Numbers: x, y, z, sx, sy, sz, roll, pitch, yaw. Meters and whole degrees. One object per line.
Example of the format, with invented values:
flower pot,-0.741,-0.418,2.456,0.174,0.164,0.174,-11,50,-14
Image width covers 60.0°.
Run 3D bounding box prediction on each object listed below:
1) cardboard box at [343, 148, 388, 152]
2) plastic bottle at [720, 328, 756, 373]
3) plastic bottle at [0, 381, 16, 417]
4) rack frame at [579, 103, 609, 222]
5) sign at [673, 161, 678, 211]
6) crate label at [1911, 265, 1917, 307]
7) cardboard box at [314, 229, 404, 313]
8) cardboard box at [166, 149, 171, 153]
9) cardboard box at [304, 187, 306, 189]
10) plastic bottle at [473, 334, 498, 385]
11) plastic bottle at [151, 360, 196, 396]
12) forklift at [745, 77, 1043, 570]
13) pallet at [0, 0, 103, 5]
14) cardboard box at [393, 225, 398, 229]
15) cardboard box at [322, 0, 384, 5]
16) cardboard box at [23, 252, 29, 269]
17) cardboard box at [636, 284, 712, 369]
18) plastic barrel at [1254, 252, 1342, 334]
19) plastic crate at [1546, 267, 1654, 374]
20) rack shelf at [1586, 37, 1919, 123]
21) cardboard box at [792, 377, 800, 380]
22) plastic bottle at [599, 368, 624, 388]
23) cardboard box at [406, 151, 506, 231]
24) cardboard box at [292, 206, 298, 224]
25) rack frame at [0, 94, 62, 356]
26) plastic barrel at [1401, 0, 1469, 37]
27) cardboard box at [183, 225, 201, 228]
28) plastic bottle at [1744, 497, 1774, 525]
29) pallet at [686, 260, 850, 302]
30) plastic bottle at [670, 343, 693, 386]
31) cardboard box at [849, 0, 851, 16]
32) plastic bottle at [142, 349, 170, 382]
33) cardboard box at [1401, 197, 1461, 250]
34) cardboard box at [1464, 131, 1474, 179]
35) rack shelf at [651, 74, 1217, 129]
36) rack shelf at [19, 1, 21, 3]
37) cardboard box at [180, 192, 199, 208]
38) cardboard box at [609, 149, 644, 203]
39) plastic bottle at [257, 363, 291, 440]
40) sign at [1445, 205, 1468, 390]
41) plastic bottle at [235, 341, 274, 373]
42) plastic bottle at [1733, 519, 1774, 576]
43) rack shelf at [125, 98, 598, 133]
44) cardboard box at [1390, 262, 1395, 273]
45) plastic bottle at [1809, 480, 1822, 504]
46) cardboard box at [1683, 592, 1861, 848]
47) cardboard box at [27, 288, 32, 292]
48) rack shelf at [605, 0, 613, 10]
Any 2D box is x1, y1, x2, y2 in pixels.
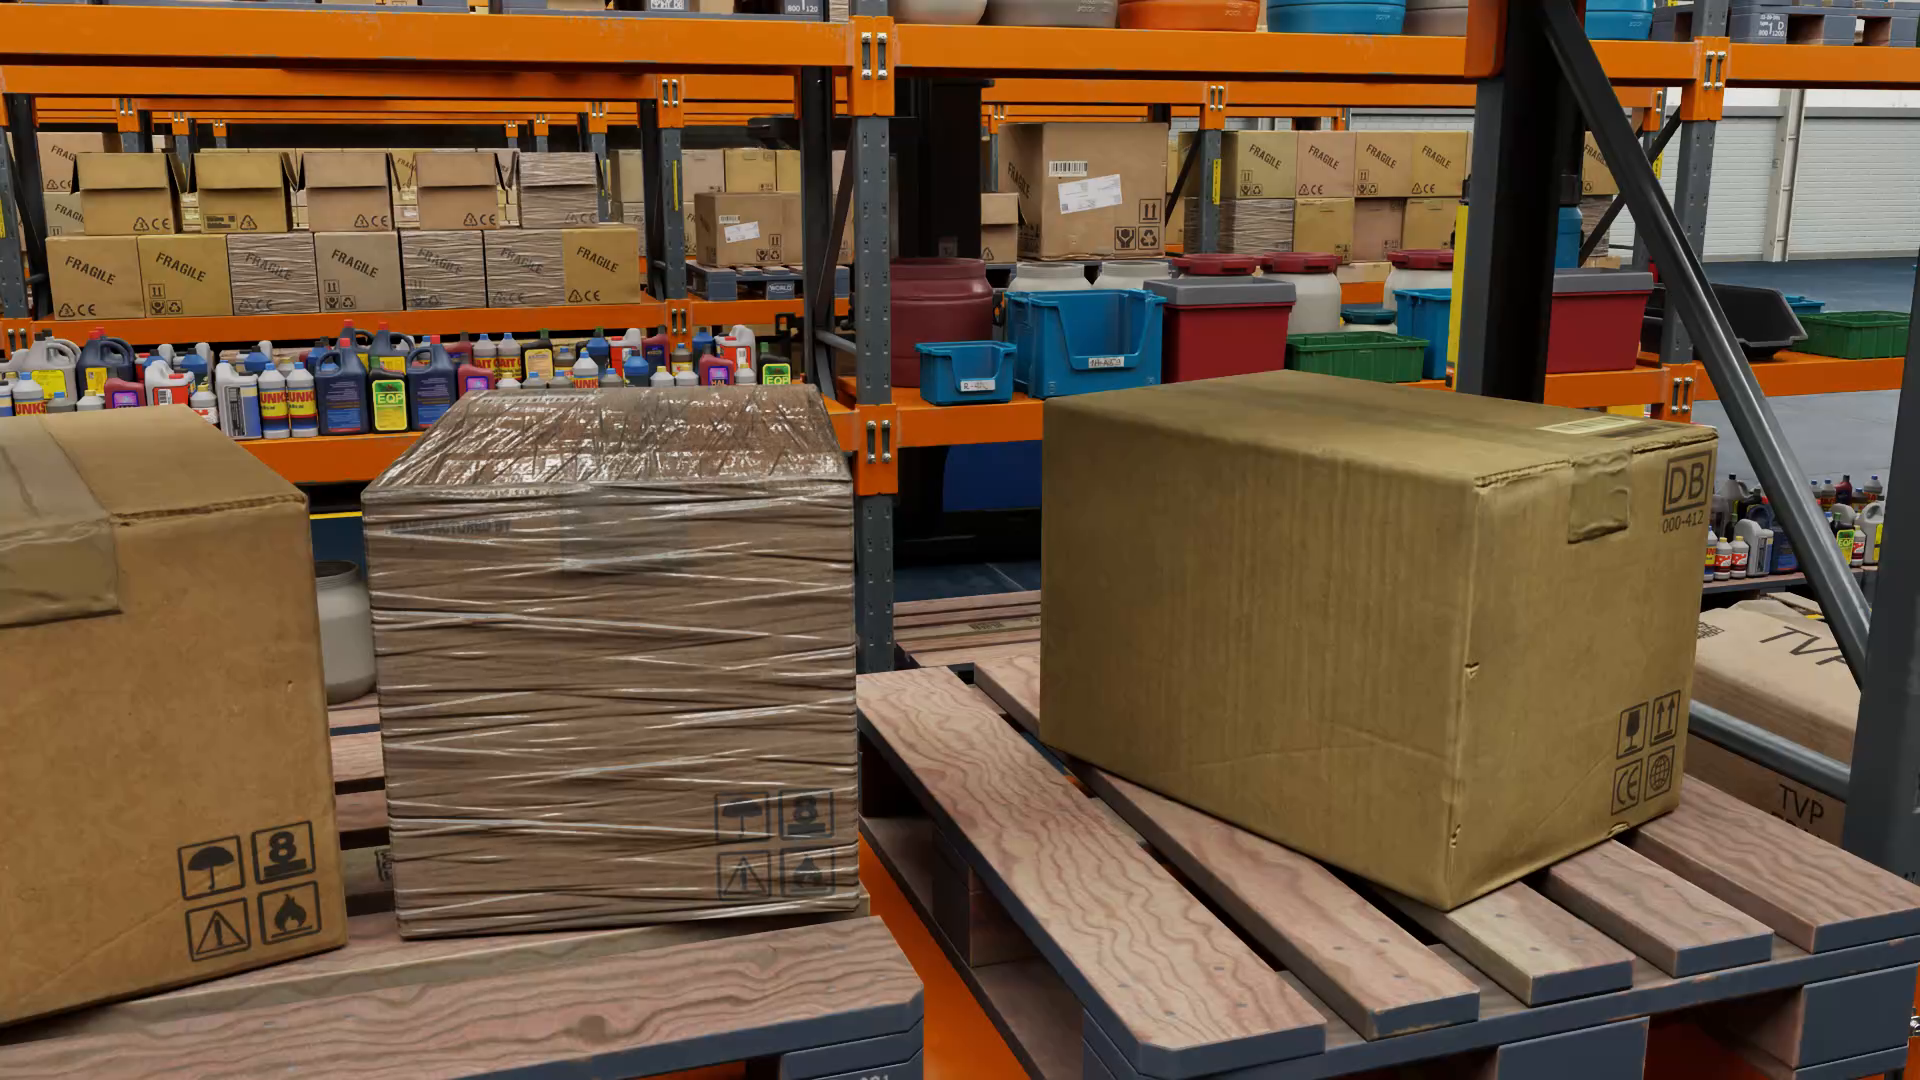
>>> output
cardboard box,-7.079,-4.416,19.851,0.500,0.500,0.500,-5,14,-19
plastic bottle,-0.958,-0.773,7.178,0.135,0.276,0.152,-4,14,-18
plastic bottle,-3.378,-0.450,5.820,0.135,0.276,0.152,-4,14,-18
rack frame,-3.560,-3.009,16.312,0.127,3.000,1.000,-4,14,-18
sign,-1.893,-2.356,11.063,0.005,0.325,0.100,-4,14,-18
crate label,5.430,-1.240,8.798,0.616,0.435,0.502,-4,14,-18
cardboard box,-3.910,-1.760,10.844,0.500,0.500,0.500,-4,14,-17
cardboard box,-9.554,-4.345,19.552,0.500,0.500,0.500,-4,14,-18
cardboard box,-6.050,-3.233,15.604,0.250,0.149,0.380,-5,14,-20
plastic bottle,-2.002,-0.733,7.022,0.097,0.271,0.097,0,13,0
plastic bottle,-2.896,-0.524,6.134,0.135,0.276,0.152,-4,14,-18
forklift,-0.668,-1.374,9.587,3.031,2.935,1.130,-4,14,-15
pallet,-3.573,-1.979,5.907,1.003,0.211,1.213,-4,14,-18
cardboard box,-4.068,-1.873,11.318,0.500,0.500,0.500,-4,14,-18
cardboard box,-4.003,-3.472,10.646,0.637,0.503,0.797,-5,14,-19
cardboard box,-8.029,-2.470,14.587,0.250,0.149,0.380,-4,14,-16
cardboard box,-2.954,-2.144,16.630,0.750,0.750,1.050,-5,14,-19
plastic barrel,1.625,-1.112,8.044,0.433,0.535,0.433,0,13,0
plastic crate,2.936,-1.051,7.942,0.583,0.464,0.402,-4,14,-18
rack shelf,5.193,-2.380,8.738,4.000,0.370,1.077,-4,14,-18
cardboard box,-1.445,-0.966,12.172,0.500,0.500,0.700,-5,14,-21
plastic bottle,-1.352,-0.565,6.463,0.097,0.201,0.097,0,13,0
cardboard box,-3.390,-2.353,11.168,0.637,0.503,0.797,-4,14,-17
cardboard box,-6.095,-2.927,14.959,0.250,0.149,0.380,-5,14,-20
rack frame,-5.865,-1.619,10.466,0.127,3.000,1.000,-4,14,-18
plastic barrel,2.265,-2.693,7.416,0.600,0.901,0.600,0,13,0
cardboard box,-6.831,-2.724,14.749,0.250,0.149,0.380,-5,14,-21
plastic bottle,4.149,-0.048,8.638,0.185,0.351,0.144,-4,14,-18
pallet,-1.432,-1.897,12.049,1.003,0.211,1.213,-4,14,-18
plastic bottle,-1.218,-0.760,7.286,0.097,0.201,0.097,0,13,0
cardboard box,-0.590,-3.719,11.516,0.500,0.500,0.500,-5,14,-20
plastic bottle,-3.133,-0.608,6.495,0.097,0.271,0.097,0,13,0
cardboard box,3.578,-2.538,13.473,0.500,0.500,0.875,-4,14,-18
cardboard box,4.120,-3.015,13.316,0.500,0.500,0.500,-4,14,-18
rack shelf,-0.178,-3.171,12.064,4.000,0.370,1.077,-4,14,-18
rack shelf,-12.507,-7.300,22.948,4.000,0.370,1.077,-4,14,-18
cardboard box,-6.831,-3.014,14.681,0.250,0.149,0.380,-4,14,-15
cardboard box,-3.131,-3.575,16.315,0.500,0.500,0.700,-5,14,-18
plastic bottle,-2.509,-0.508,6.077,0.097,0.271,0.097,0,13,0
sign,0.902,-0.426,2.949,0.005,0.325,0.100,-4,14,-18
plastic bottle,-2.843,-0.663,6.718,0.135,0.276,0.152,-4,14,-18
plastic bottle,4.037,0.031,8.466,0.135,0.276,0.152,-4,14,-16
rack shelf,-5.455,-3.971,15.428,4.000,0.370,1.077,-4,14,-18
cardboard box,3.435,-2.151,13.245,0.250,0.149,0.380,-4,14,-18
plastic bottle,4.851,-0.207,9.475,0.097,0.271,0.097,0,13,0
cardboard box,1.441,0.285,2.655,0.500,0.311,0.500,-4,14,-15
cardboard box,-12.970,-3.653,23.511,0.500,0.500,0.700,-4,14,-16
rack shelf,-3.339,-6.609,20.901,4.000,0.370,1.077,-4,14,-18
